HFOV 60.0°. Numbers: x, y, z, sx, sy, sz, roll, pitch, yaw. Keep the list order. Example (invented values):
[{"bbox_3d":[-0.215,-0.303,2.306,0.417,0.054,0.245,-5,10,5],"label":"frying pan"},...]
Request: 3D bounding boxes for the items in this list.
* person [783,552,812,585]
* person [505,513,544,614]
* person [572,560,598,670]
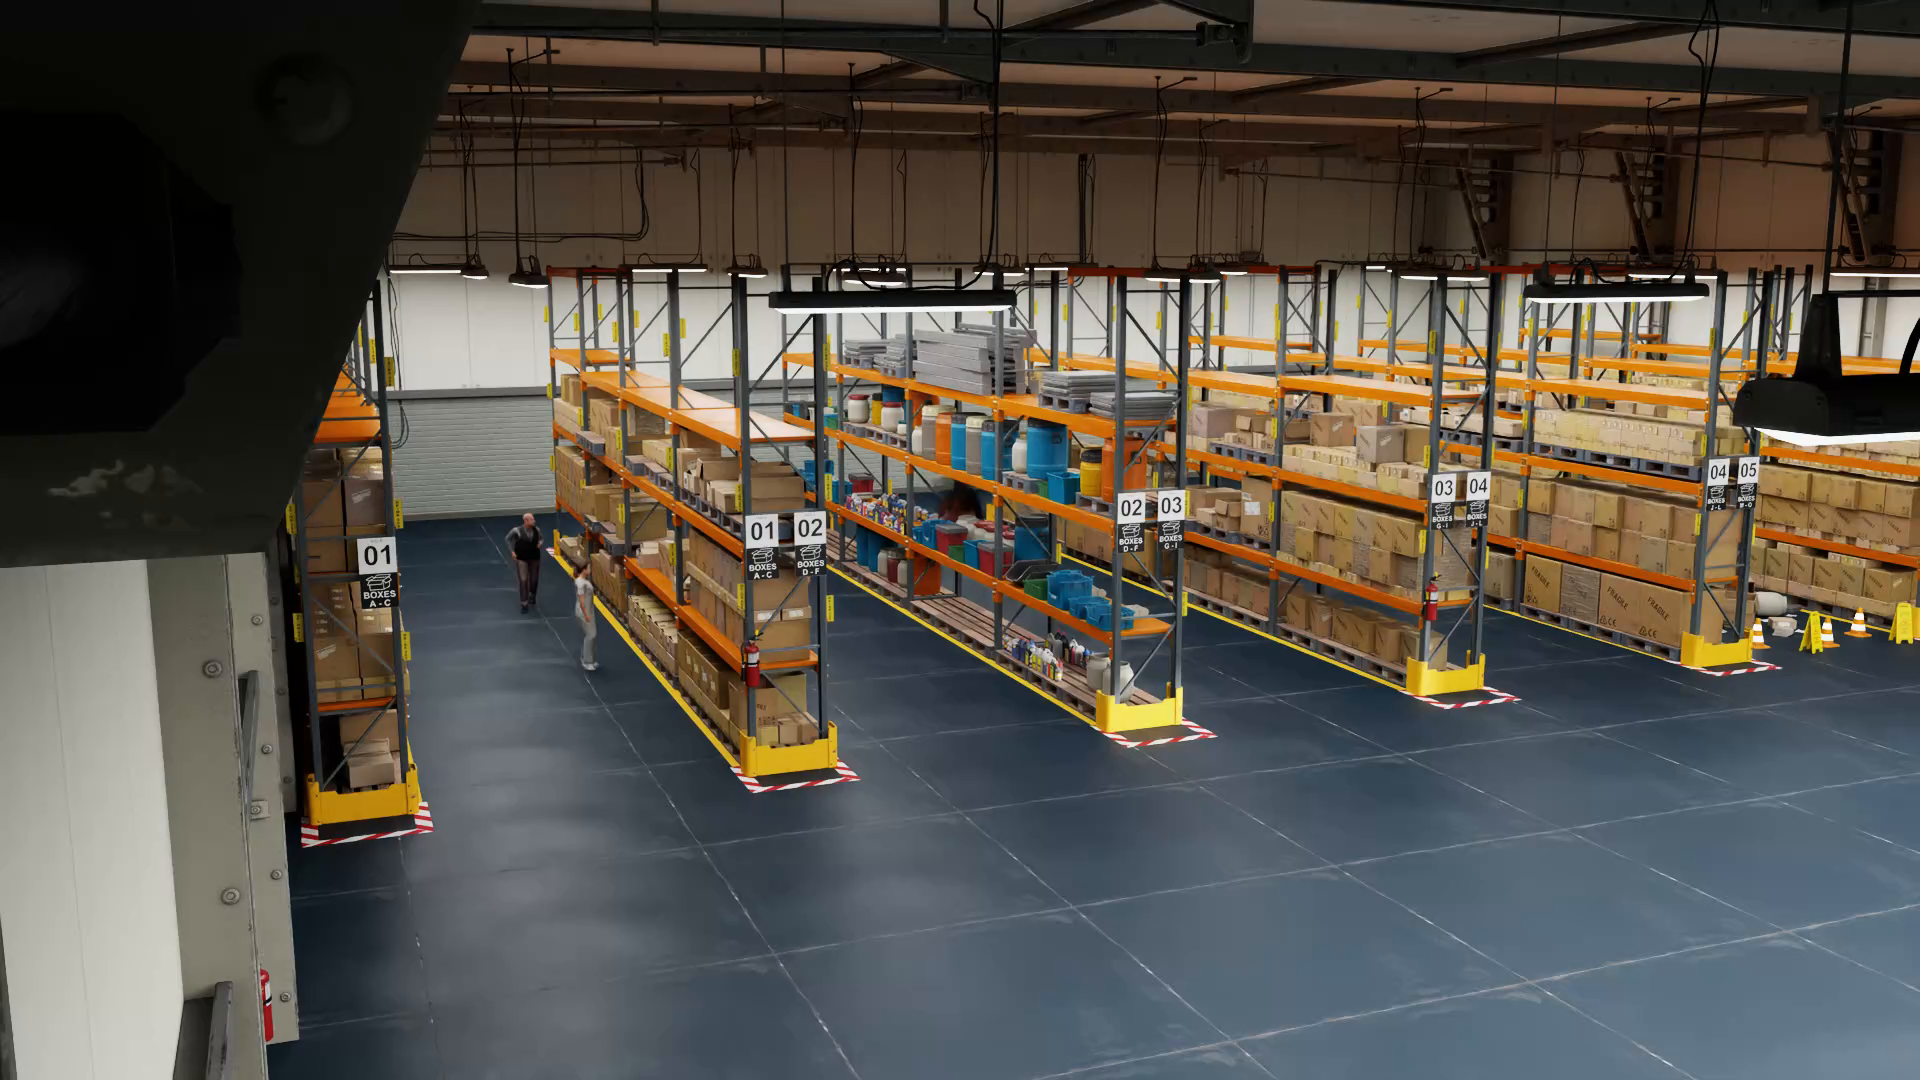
[{"bbox_3d":[-2.650,0.565,26.794,0.537,1.793,0.607,0,10,-2],"label":"person"},{"bbox_3d":[-7.703,0.435,29.507,0.685,1.672,0.829,-3,10,-19],"label":"person"},{"bbox_3d":[-5.693,1.155,25.448,0.428,1.728,0.449,2,10,11],"label":"person"}]
